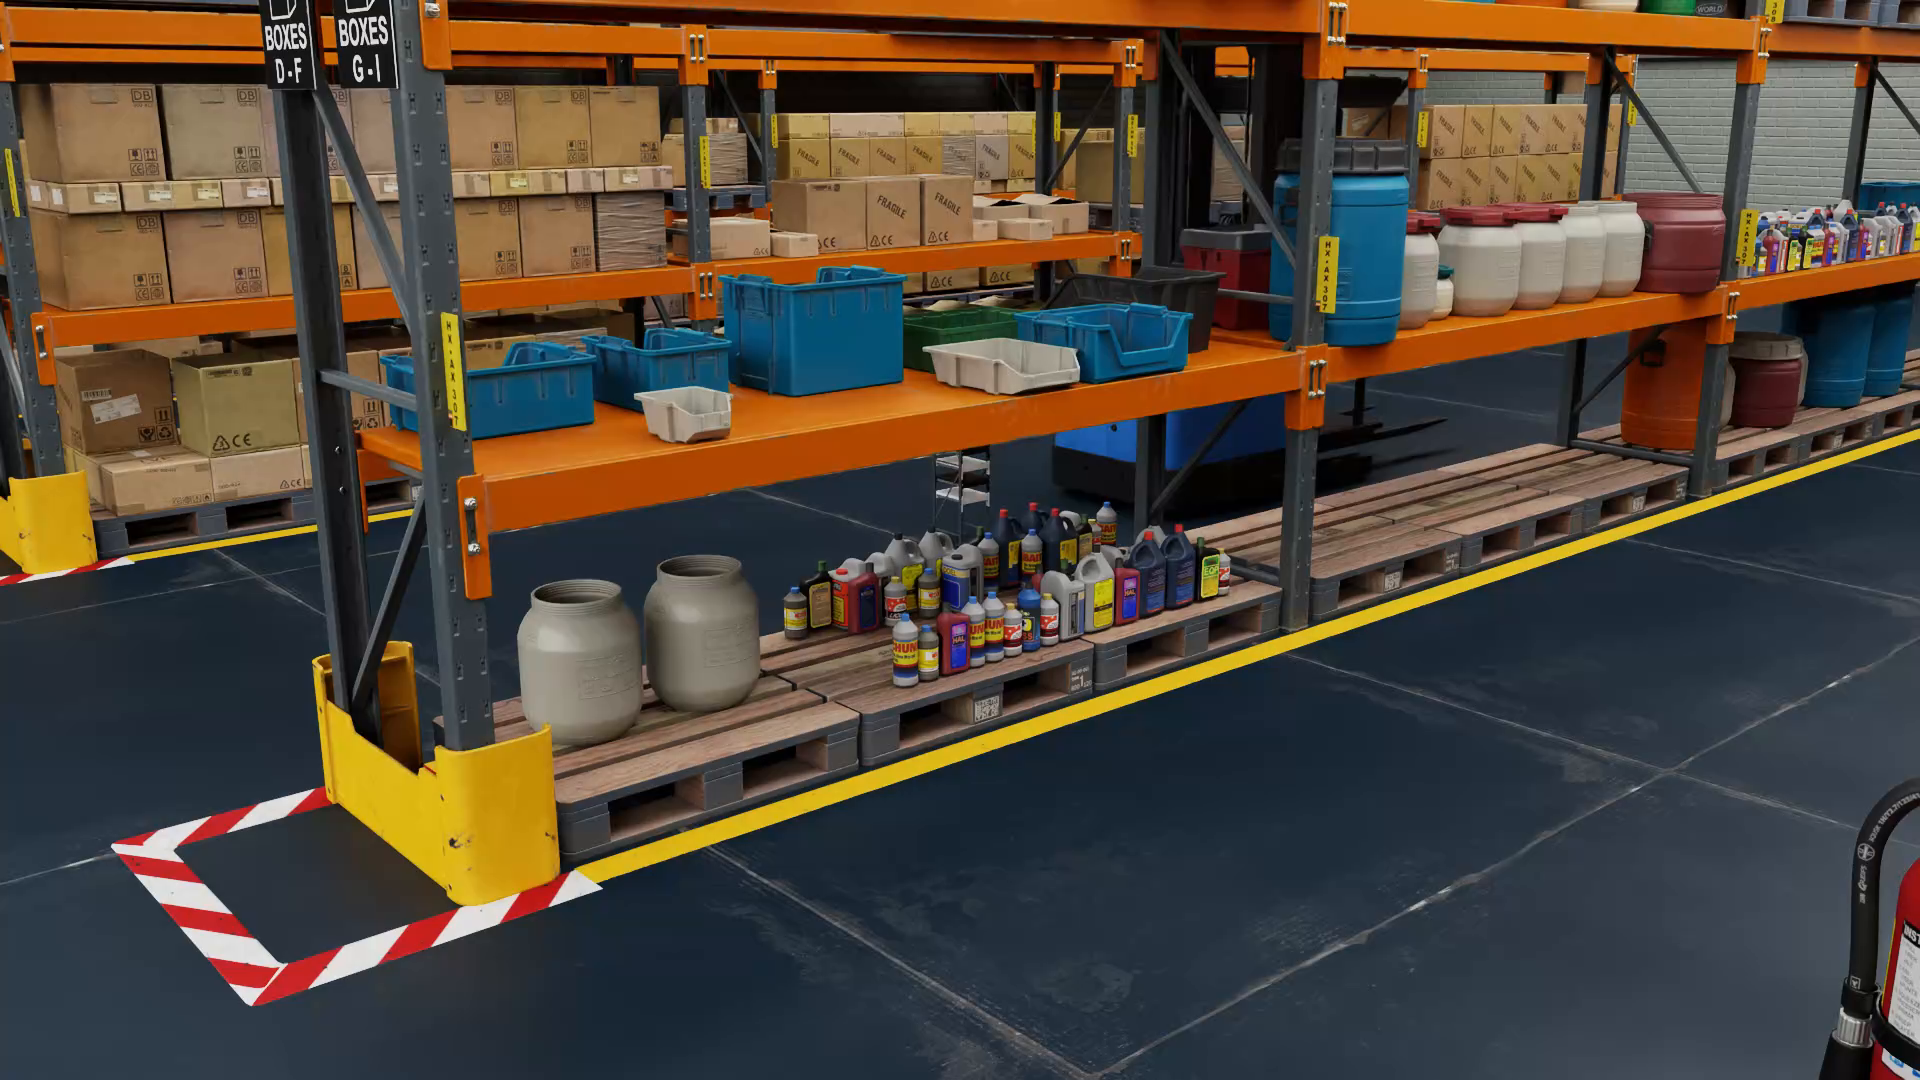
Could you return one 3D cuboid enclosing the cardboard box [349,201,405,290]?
[{"bbox_3d":[-3.502,-1.799,9.979,0.500,0.500,0.700,-12,19,-38],"label":"cardboard box"}]

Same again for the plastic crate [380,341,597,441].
[{"bbox_3d":[-1.599,-0.518,5.664,0.616,0.251,0.499,-13,19,-39],"label":"plastic crate"}]

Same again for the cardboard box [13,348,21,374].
[{"bbox_3d":[-7.702,-1.388,12.993,0.500,0.311,0.500,13,20,41],"label":"cardboard box"}]

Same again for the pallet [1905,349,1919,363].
[{"bbox_3d":[8.723,-1.472,14.352,1.213,0.211,1.003,-13,19,-39],"label":"pallet"}]

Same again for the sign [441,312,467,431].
[{"bbox_3d":[-1.422,-0.472,4.670,0.005,0.325,0.100,-13,19,-39],"label":"sign"}]

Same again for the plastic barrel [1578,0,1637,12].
[{"bbox_3d":[3.449,-2.923,8.837,0.301,0.262,0.301,0,15,0],"label":"plastic barrel"}]

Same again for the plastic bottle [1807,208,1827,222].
[{"bbox_3d":[6.397,-2.353,12.488,0.135,0.276,0.152,-13,19,-39],"label":"plastic bottle"}]

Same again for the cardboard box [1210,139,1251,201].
[{"bbox_3d":[2.223,-3.264,14.651,0.500,0.500,0.700,-9,17,-29],"label":"cardboard box"}]

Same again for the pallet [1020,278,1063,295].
[{"bbox_3d":[1.394,-3.174,20.725,1.213,0.211,1.003,-13,19,-39],"label":"pallet"}]

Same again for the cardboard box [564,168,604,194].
[{"bbox_3d":[-2.459,-2.277,10.510,0.250,0.149,0.380,-13,20,-41],"label":"cardboard box"}]

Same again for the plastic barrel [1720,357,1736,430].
[{"bbox_3d":[4.980,-1.002,11.195,0.421,0.512,0.421,0,15,0],"label":"plastic barrel"}]

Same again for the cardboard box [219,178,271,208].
[{"bbox_3d":[-4.013,-1.927,9.202,0.250,0.149,0.380,-13,20,-40],"label":"cardboard box"}]

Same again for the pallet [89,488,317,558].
[{"bbox_3d":[-4.479,-0.202,9.597,1.213,0.211,1.003,-13,19,-39],"label":"pallet"}]

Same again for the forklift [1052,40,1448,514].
[{"bbox_3d":[2.019,-1.858,10.526,3.031,2.935,1.130,-12,19,-39],"label":"forklift"}]

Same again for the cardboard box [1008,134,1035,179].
[{"bbox_3d":[0.586,-4.482,19.410,0.500,0.500,0.500,-13,20,-40],"label":"cardboard box"}]

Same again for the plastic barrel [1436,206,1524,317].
[{"bbox_3d":[2.657,-1.433,8.541,0.433,0.535,0.433,0,15,0],"label":"plastic barrel"}]

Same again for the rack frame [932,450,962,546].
[{"bbox_3d":[-0.071,-0.419,9.075,0.006,0.900,0.240,-13,20,-39],"label":"rack frame"}]

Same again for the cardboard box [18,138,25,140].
[{"bbox_3d":[-7.294,-2.968,13.347,0.500,0.500,0.500,-13,20,-41],"label":"cardboard box"}]

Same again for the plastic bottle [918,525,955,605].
[{"bbox_3d":[-0.107,0.103,7.332,0.185,0.351,0.144,-13,20,-40],"label":"plastic bottle"}]

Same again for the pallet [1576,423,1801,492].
[{"bbox_3d":[4.822,-0.596,11.073,1.213,0.211,1.003,-13,19,-39],"label":"pallet"}]

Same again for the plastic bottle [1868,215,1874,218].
[{"bbox_3d":[6.436,-2.161,11.778,0.097,0.271,0.097,0,15,0],"label":"plastic bottle"}]

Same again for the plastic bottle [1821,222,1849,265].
[{"bbox_3d":[5.840,-1.987,11.117,0.135,0.276,0.152,-13,19,-39],"label":"plastic bottle"}]

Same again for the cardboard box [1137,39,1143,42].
[{"bbox_3d":[1.313,-4.345,13.696,0.500,0.500,0.910,-13,19,-39],"label":"cardboard box"}]

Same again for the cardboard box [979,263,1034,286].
[{"bbox_3d":[0.364,-3.437,19.656,0.750,0.750,0.750,-12,19,-39],"label":"cardboard box"}]

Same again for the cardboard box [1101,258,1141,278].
[{"bbox_3d":[1.597,-2.348,14.767,0.500,0.250,0.500,-12,19,-37],"label":"cardboard box"}]

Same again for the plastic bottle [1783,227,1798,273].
[{"bbox_3d":[5.274,-1.848,10.582,0.133,0.283,0.061,-13,19,-39],"label":"plastic bottle"}]

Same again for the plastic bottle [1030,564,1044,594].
[{"bbox_3d":[0.357,0.234,6.972,0.133,0.283,0.061,-13,19,-39],"label":"plastic bottle"}]

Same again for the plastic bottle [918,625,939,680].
[{"bbox_3d":[-0.130,0.429,6.402,0.097,0.201,0.097,0,15,0],"label":"plastic bottle"}]

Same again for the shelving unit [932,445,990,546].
[{"bbox_3d":[0.006,-0.436,9.139,0.210,0.900,0.258,-13,20,-39],"label":"shelving unit"}]

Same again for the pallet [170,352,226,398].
[{"bbox_3d":[-6.670,-1.377,13.997,1.213,0.211,1.003,-13,19,-39],"label":"pallet"}]

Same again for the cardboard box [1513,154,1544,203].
[{"bbox_3d":[5.733,-3.784,17.410,0.500,0.500,0.500,-13,20,-40],"label":"cardboard box"}]

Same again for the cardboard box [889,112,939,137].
[{"bbox_3d":[-0.576,-4.585,18.342,0.500,0.250,0.500,-13,20,-40],"label":"cardboard box"}]

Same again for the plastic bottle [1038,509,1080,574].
[{"bbox_3d":[0.451,0.027,7.616,0.185,0.351,0.144,-13,19,-39],"label":"plastic bottle"}]

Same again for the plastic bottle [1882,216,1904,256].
[{"bbox_3d":[6.531,-2.142,11.698,0.135,0.276,0.152,-13,19,-39],"label":"plastic bottle"}]

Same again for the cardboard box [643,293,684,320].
[{"bbox_3d":[-3.222,-2.539,16.932,0.500,0.500,0.700,-13,20,-39],"label":"cardboard box"}]

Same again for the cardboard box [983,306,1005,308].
[{"bbox_3d":[0.385,-1.686,13.177,0.500,0.311,0.500,-13,20,-40],"label":"cardboard box"}]

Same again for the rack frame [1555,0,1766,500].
[{"bbox_3d":[4.255,-1.802,10.183,0.127,3.000,1.000,-13,19,-39],"label":"rack frame"}]

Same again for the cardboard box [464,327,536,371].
[{"bbox_3d":[-2.977,-1.037,10.380,0.500,0.500,0.500,-13,19,-39],"label":"cardboard box"}]

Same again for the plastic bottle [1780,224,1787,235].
[{"bbox_3d":[5.896,-2.162,11.916,0.097,0.201,0.097,0,15,0],"label":"plastic bottle"}]

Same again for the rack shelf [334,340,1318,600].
[{"bbox_3d":[-0.271,-0.438,6.470,4.000,0.370,1.077,-13,19,-39],"label":"rack shelf"}]

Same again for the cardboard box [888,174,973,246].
[{"bbox_3d":[-0.249,-2.528,12.706,0.500,0.500,0.500,-14,20,-42],"label":"cardboard box"}]

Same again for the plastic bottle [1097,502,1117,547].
[{"bbox_3d":[0.709,-0.050,8.059,0.097,0.271,0.097,0,15,0],"label":"plastic bottle"}]

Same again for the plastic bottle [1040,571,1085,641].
[{"bbox_3d":[0.427,0.258,6.895,0.135,0.276,0.152,-12,19,-38],"label":"plastic bottle"}]

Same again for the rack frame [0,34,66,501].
[{"bbox_3d":[-5.029,-1.411,8.722,0.127,3.000,1.000,-13,19,-39],"label":"rack frame"}]

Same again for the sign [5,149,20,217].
[{"bbox_3d":[-4.669,-1.759,8.191,0.005,0.325,0.100,-13,19,-39],"label":"sign"}]

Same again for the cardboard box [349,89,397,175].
[{"bbox_3d":[-3.478,-2.433,9.837,0.500,0.500,0.700,-13,19,-39],"label":"cardboard box"}]

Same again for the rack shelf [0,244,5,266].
[{"bbox_3d":[-6.775,-2.366,13.691,4.000,0.370,1.077,-13,19,-39],"label":"rack shelf"}]

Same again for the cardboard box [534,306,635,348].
[{"bbox_3d":[-2.567,-1.308,11.396,0.500,0.500,0.500,-13,19,-39],"label":"cardboard box"}]

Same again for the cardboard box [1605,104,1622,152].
[{"bbox_3d":[6.886,-4.524,18.244,0.500,0.500,0.500,-13,20,-40],"label":"cardboard box"}]

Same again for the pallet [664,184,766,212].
[{"bbox_3d":[-2.716,-3.496,16.898,1.003,0.211,1.213,-13,19,-39],"label":"pallet"}]

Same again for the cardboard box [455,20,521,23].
[{"bbox_3d":[-4.336,-4.843,15.116,0.500,0.311,0.500,-12,19,-38],"label":"cardboard box"}]

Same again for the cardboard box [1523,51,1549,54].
[{"bbox_3d":[5.686,-5.109,17.042,0.500,0.250,0.500,-13,19,-39],"label":"cardboard box"}]

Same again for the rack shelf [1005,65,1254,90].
[{"bbox_3d":[2.278,-5.848,20.914,4.000,0.370,1.077,-13,19,-39],"label":"rack shelf"}]
